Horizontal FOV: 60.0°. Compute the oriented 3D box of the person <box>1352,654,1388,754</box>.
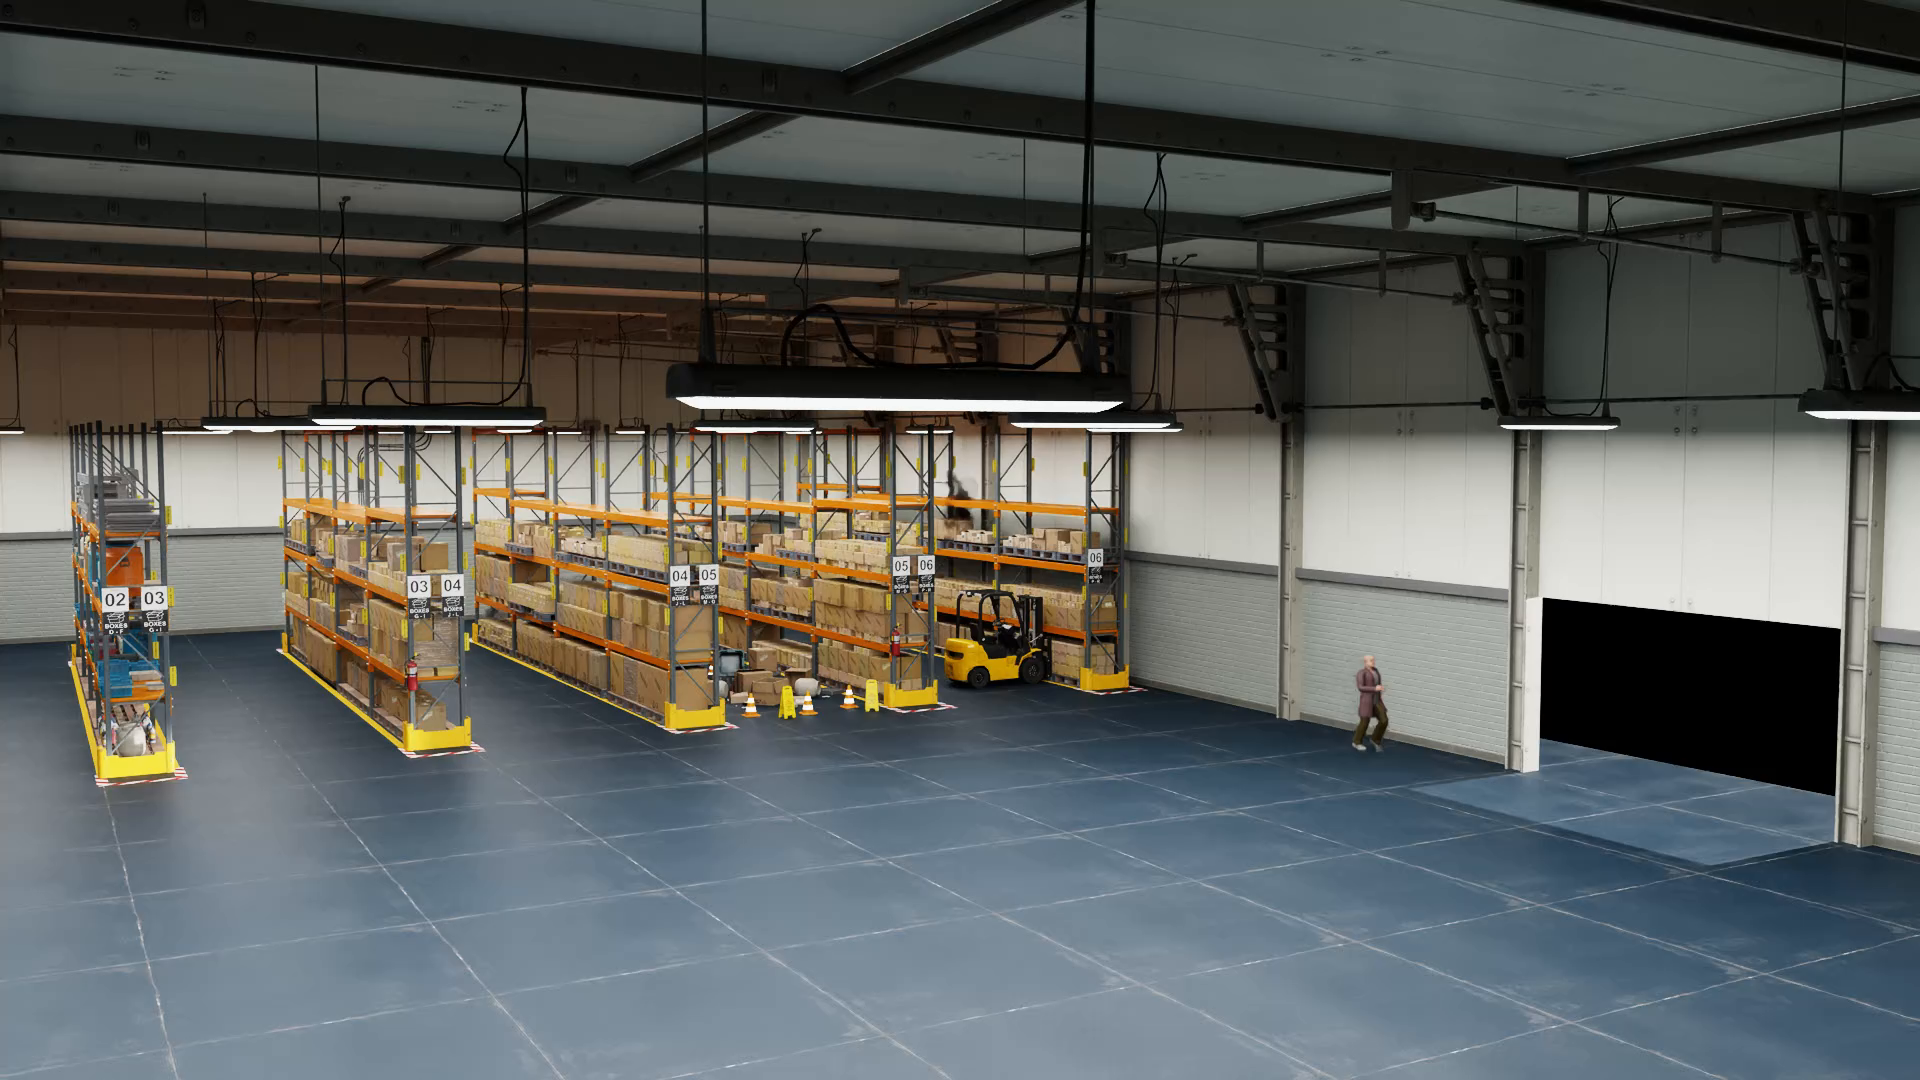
[{"bbox_3d":[7.447,2.985,30.118,0.698,1.830,0.779,-2,4,-29],"label":"person"}]

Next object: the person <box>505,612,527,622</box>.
[{"bbox_3d":[-12.977,1.886,48.332,0.940,1.694,0.625,-2,4,-29],"label":"person"}]

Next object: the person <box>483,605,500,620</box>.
[{"bbox_3d":[-13.573,1.926,48.186,0.716,1.623,0.649,0,4,3],"label":"person"}]
